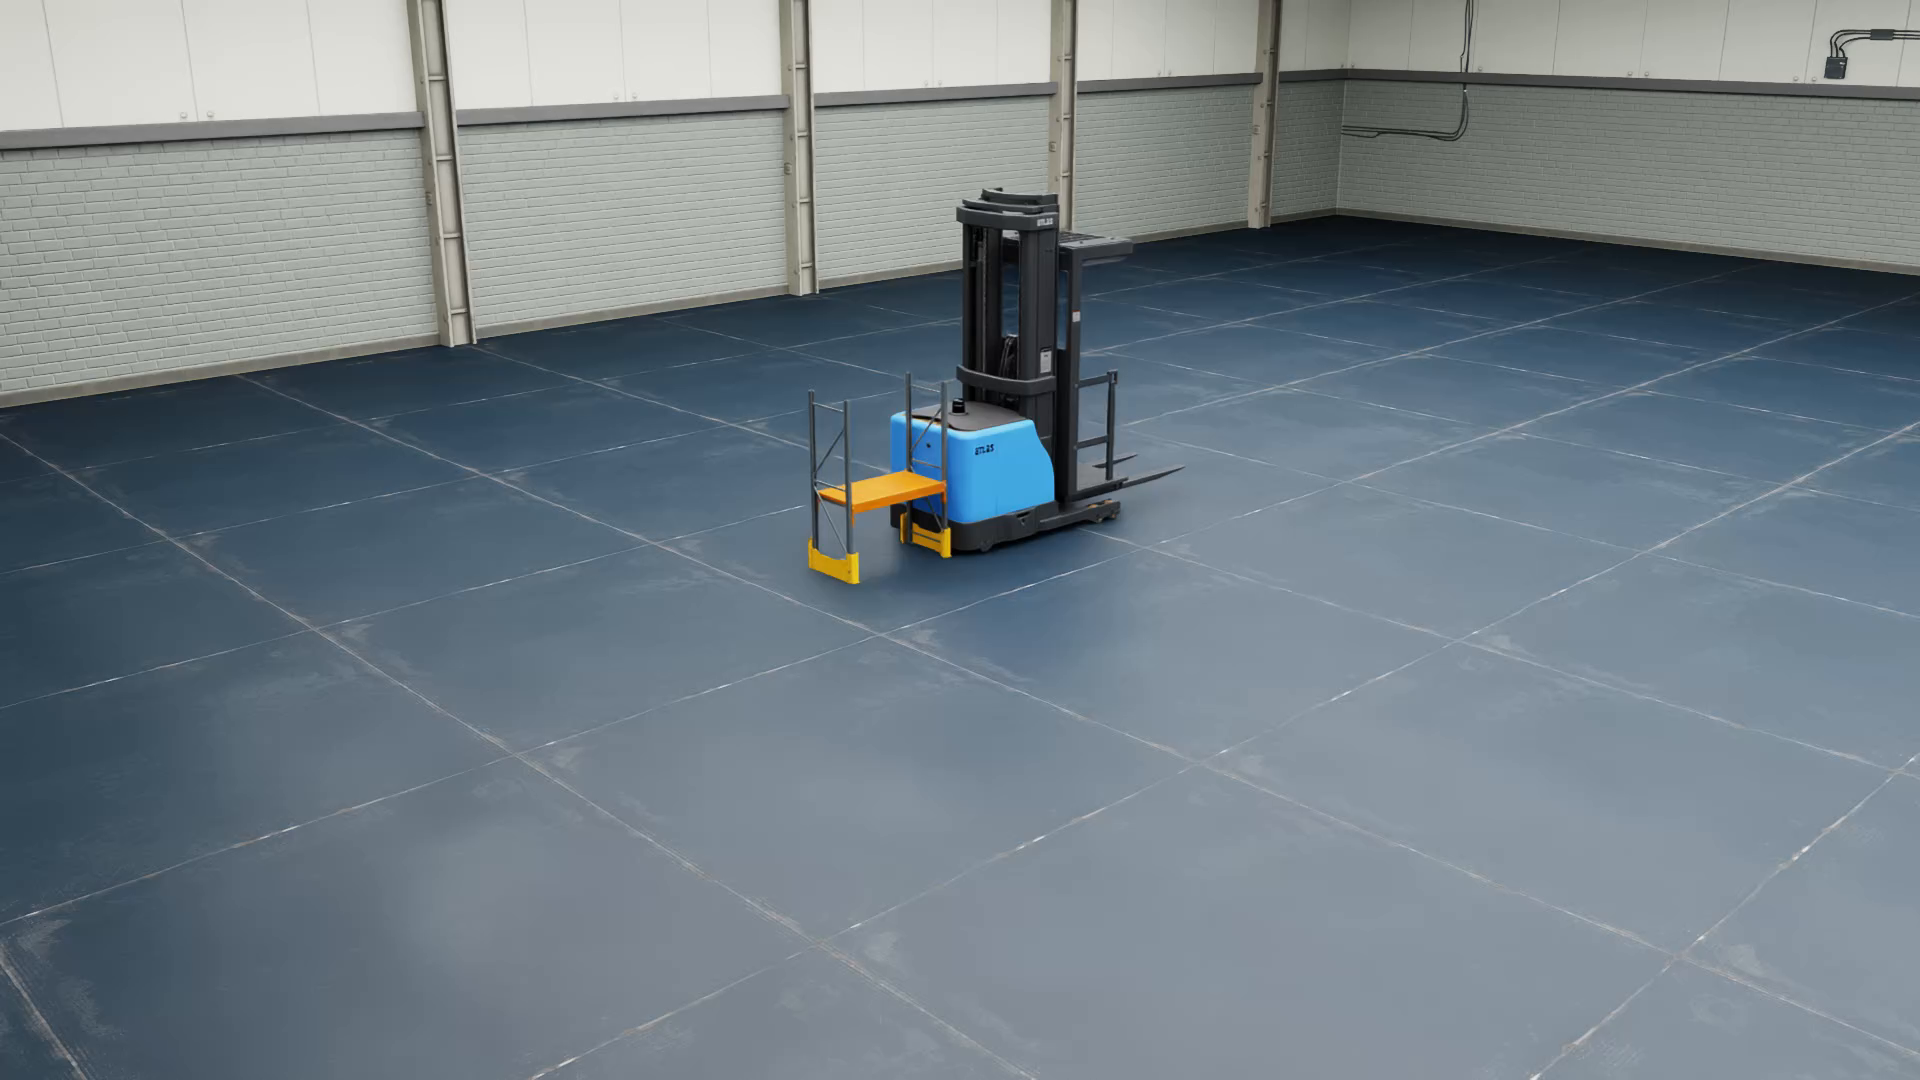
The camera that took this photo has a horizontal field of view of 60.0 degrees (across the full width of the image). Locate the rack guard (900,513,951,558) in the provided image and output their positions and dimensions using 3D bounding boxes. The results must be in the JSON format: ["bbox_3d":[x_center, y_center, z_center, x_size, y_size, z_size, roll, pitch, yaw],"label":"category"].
[{"bbox_3d":[-0.295,-0.039,14.199,0.087,0.250,0.587,-16,24,-40],"label":"rack guard"}]

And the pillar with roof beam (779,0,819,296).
[{"bbox_3d":[0.443,-7.279,22.344,0.400,9.000,9.100,-16,24,-41],"label":"pillar with roof beam"}]

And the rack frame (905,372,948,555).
[{"bbox_3d":[-0.281,-0.637,14.018,0.032,1.500,0.500,-16,24,-40],"label":"rack frame"}]

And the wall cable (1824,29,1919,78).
[{"bbox_3d":[15.765,-10.601,27.077,0.169,6.003,2.305,-16,24,-41],"label":"wall cable"}]

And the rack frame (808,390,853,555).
[{"bbox_3d":[-1.037,-0.428,13.372,0.032,1.500,0.500,-16,24,-40],"label":"rack frame"}]

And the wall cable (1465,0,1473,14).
[{"bbox_3d":[11.112,-11.433,32.004,0.112,2.526,3.097,-16,24,-41],"label":"wall cable"}]

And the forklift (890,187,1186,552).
[{"bbox_3d":[0.818,-1.654,14.833,3.031,2.935,1.130,-16,24,-40],"label":"forklift"}]

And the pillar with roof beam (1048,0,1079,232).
[{"bbox_3d":[4.803,-8.550,26.265,0.400,9.000,9.100,-16,24,-41],"label":"pillar with roof beam"}]

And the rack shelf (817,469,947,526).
[{"bbox_3d":[-0.659,-0.361,13.751,1.000,0.185,0.538,-16,24,-40],"label":"rack shelf"}]

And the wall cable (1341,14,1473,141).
[{"bbox_3d":[9.254,-9.637,34.652,0.112,2.526,3.097,-16,24,-41],"label":"wall cable"}]

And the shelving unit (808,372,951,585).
[{"bbox_3d":[-0.666,-0.531,13.689,1.083,1.500,0.587,-16,24,-40],"label":"shelving unit"}]

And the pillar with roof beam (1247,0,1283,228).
[{"bbox_3d":[9.162,-9.822,30.187,0.400,9.000,9.100,-16,24,-41],"label":"pillar with roof beam"}]

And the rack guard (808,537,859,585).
[{"bbox_3d":[-1.036,0.167,13.565,0.087,0.250,0.587,-16,24,-40],"label":"rack guard"}]

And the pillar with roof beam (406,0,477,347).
[{"bbox_3d":[-3.917,-6.007,18.423,0.400,9.000,9.100,-16,24,-41],"label":"pillar with roof beam"}]
